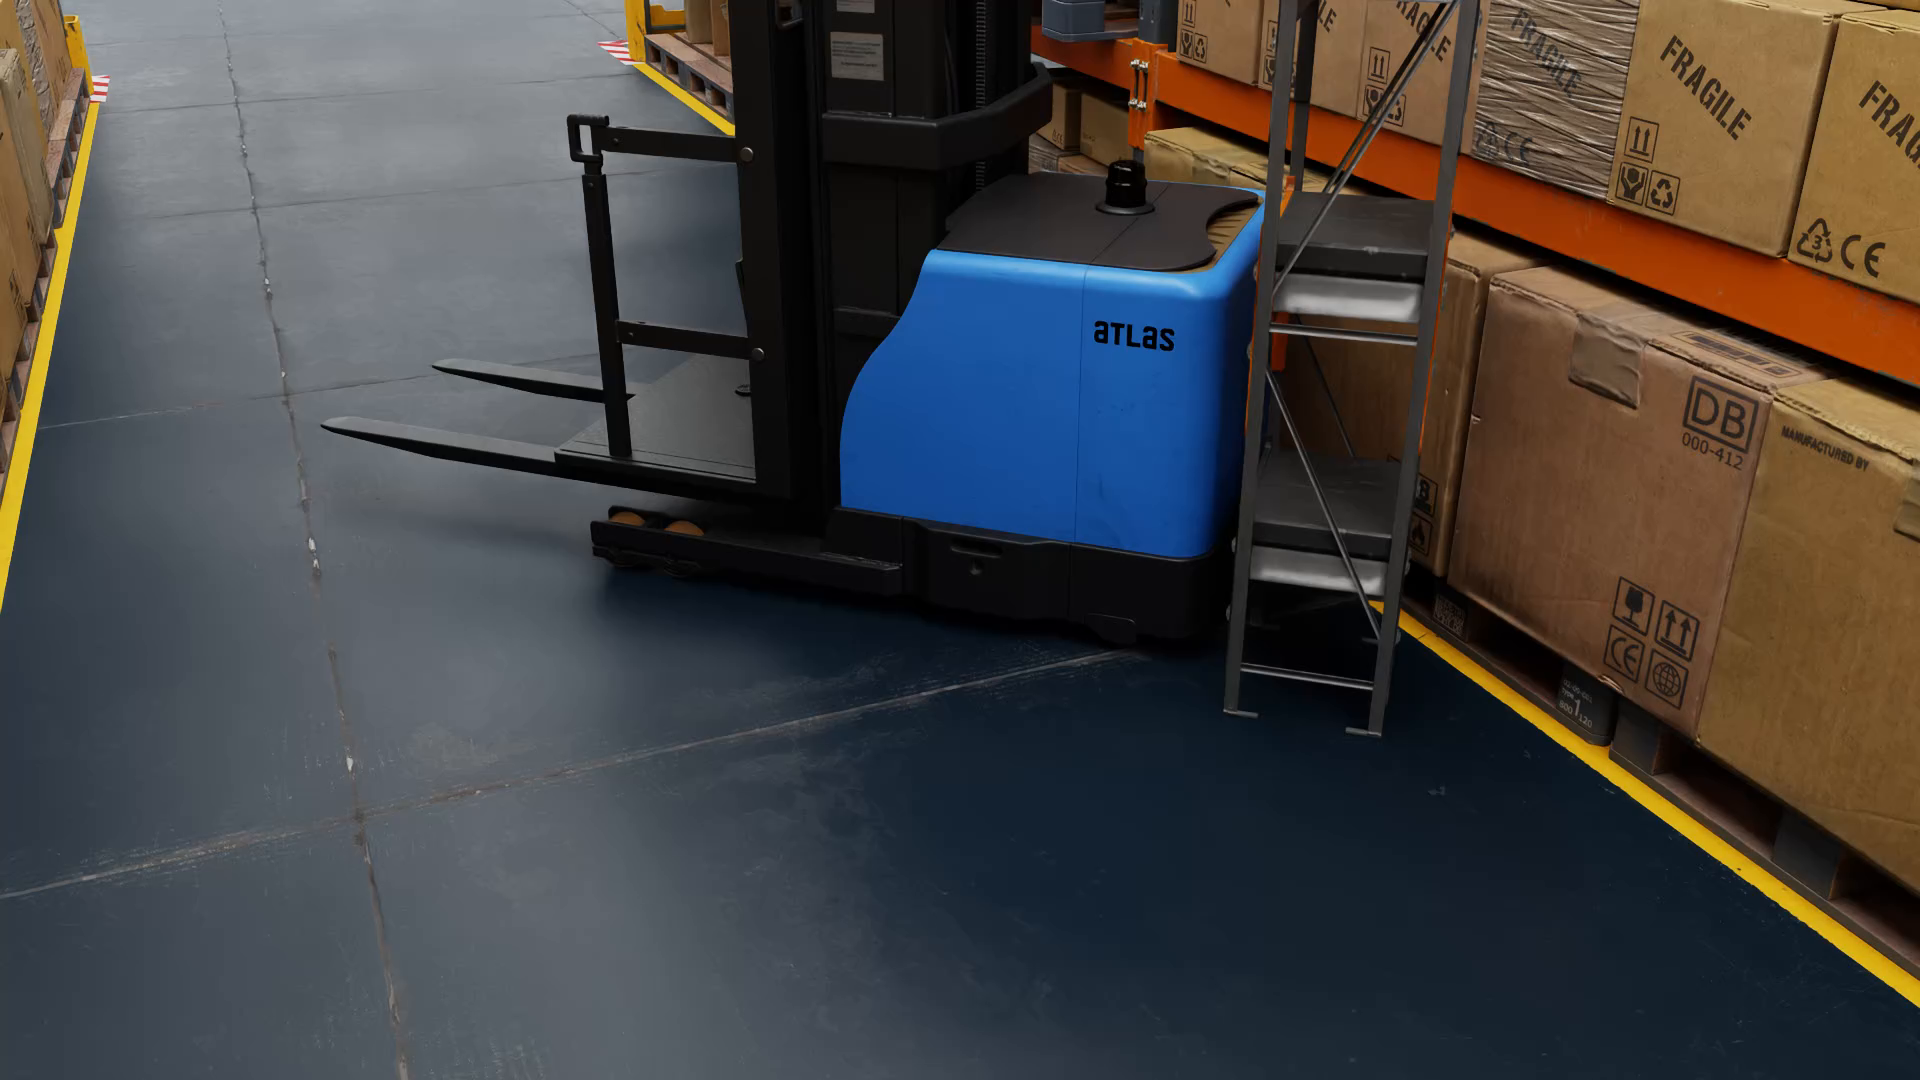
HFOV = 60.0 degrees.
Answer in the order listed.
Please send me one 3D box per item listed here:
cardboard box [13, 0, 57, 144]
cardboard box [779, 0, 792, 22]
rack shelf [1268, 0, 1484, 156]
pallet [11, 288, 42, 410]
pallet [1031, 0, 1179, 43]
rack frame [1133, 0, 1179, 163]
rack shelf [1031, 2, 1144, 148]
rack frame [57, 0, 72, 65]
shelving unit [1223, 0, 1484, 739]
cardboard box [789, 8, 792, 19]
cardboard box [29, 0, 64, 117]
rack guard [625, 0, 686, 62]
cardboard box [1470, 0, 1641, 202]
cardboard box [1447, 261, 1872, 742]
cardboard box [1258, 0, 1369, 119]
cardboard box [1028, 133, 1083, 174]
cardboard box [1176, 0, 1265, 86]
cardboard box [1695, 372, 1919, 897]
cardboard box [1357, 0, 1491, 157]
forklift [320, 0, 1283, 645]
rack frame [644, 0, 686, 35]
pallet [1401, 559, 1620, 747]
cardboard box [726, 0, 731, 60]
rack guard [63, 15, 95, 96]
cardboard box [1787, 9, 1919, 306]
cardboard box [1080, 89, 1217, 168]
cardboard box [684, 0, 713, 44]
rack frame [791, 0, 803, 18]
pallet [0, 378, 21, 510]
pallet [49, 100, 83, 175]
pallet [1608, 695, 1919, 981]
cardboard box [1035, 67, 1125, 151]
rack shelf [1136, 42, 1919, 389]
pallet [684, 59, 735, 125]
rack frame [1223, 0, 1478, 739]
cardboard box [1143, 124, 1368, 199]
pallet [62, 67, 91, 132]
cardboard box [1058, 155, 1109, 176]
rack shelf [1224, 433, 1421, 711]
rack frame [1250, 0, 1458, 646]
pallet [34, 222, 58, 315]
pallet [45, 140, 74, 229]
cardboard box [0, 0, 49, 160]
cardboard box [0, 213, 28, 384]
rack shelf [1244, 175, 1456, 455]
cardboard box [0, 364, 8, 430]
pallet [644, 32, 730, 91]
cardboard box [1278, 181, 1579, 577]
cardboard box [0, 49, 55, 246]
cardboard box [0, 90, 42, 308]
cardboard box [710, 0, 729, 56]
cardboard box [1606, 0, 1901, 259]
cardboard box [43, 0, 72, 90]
[{"bbox_3d":[-5.602,-2.641,9.183,0.875,0.875,0.875,-10,28,-20],"label":"cardboard box"},{"bbox_3d":[-1.127,-3.290,10.940,0.500,0.500,0.500,-13,29,-25],"label":"cardboard box"},{"bbox_3d":[0.948,-1.186,3.722,0.431,0.518,0.480,8,27,15],"label":"rack shelf"},{"bbox_3d":[-4.211,-0.733,6.510,1.003,0.211,1.213,-11,28,-21],"label":"pallet"},{"bbox_3d":[0.729,-2.158,6.469,1.213,0.211,1.003,-11,28,-21],"label":"pallet"},{"bbox_3d":[1.106,-1.974,5.875,1.000,3.000,0.127,-11,28,-21],"label":"rack frame"},{"bbox_3d":[0.323,-2.458,7.686,1.077,0.370,4.000,-11,28,-21],"label":"rack shelf"},{"bbox_3d":[-6.630,-4.393,10.828,1.000,3.000,0.127,-11,28,-21],"label":"rack frame"},{"bbox_3d":[0.948,-0.569,4.023,0.431,2.100,0.503,8,27,15],"label":"shelving unit"},{"bbox_3d":[-0.812,-3.053,10.454,0.500,0.500,0.500,-2,26,-4],"label":"cardboard box"},{"bbox_3d":[-5.957,-3.009,9.938,0.875,0.875,0.875,-11,28,-21],"label":"cardboard box"},{"bbox_3d":[-1.997,-4.050,12.975,1.175,0.500,0.348,-11,28,-21],"label":"rack guard"},{"bbox_3d":[1.648,-1.160,4.093,0.500,0.500,0.500,-10,28,-20],"label":"cardboard box"},{"bbox_3d":[2.053,-0.209,4.202,1.225,0.875,0.875,-12,28,-22],"label":"cardboard box"},{"bbox_3d":[1.250,-1.569,4.930,0.500,0.500,0.500,-11,28,-22],"label":"cardboard box"},{"bbox_3d":[0.596,-1.538,7.328,0.700,0.500,0.500,-13,29,-25],"label":"cardboard box"},{"bbox_3d":[1.046,-1.776,5.355,0.500,0.500,0.500,-10,28,-19],"label":"cardboard box"},{"bbox_3d":[2.403,0.152,3.464,1.225,0.875,0.875,-10,28,-20],"label":"cardboard box"},{"bbox_3d":[1.454,-1.362,4.507,0.500,0.500,0.500,-11,28,-22],"label":"cardboard box"},{"bbox_3d":[-0.591,-1.411,4.799,3.031,2.935,1.130,9,27,18],"label":"forklift"},{"bbox_3d":[-2.027,-5.204,12.490,1.000,3.000,0.127,-11,28,-21],"label":"rack frame"},{"bbox_3d":[1.819,0.102,4.801,1.003,0.211,1.213,-11,28,-21],"label":"pallet"},{"bbox_3d":[-1.304,-3.523,11.417,0.500,0.500,0.500,-8,27,-16],"label":"cardboard box"},{"bbox_3d":[-6.640,-3.279,11.396,1.175,0.500,0.348,-11,28,-21],"label":"rack guard"},{"bbox_3d":[2.051,-0.747,3.248,0.500,0.500,0.500,-10,28,-19],"label":"cardboard box"},{"bbox_3d":[0.816,-1.651,6.706,0.500,0.250,0.500,-9,28,-19],"label":"cardboard box"},{"bbox_3d":[-1.798,-4.014,12.424,0.500,0.500,0.500,-5,27,-11],"label":"cardboard box"},{"bbox_3d":[-0.460,-3.589,9.182,1.000,3.000,0.127,-11,28,-21],"label":"rack frame"},{"bbox_3d":[-3.737,-0.241,5.503,1.003,0.211,1.213,-11,28,-21],"label":"pallet"},{"bbox_3d":[-5.771,-2.338,9.799,1.003,0.211,1.213,-11,28,-21],"label":"pallet"},{"bbox_3d":[2.301,0.595,3.791,1.003,0.211,1.213,-11,28,-21],"label":"pallet"},{"bbox_3d":[0.599,-1.863,7.141,0.500,0.250,0.500,-7,27,-15],"label":"cardboard box"},{"bbox_3d":[1.889,-0.844,4.379,1.077,0.370,4.000,-11,28,-21],"label":"rack shelf"},{"bbox_3d":[-1.238,-3.094,11.347,1.003,0.211,1.213,-11,28,-21],"label":"pallet"},{"bbox_3d":[0.877,-0.467,3.813,0.400,2.100,0.015,8,27,15],"label":"rack frame"},{"bbox_3d":[1.357,-0.926,5.671,1.225,0.875,0.875,-12,28,-23],"label":"cardboard box"},{"bbox_3d":[-6.245,-2.830,10.806,1.003,0.211,1.213,-11,28,-21],"label":"pallet"},{"bbox_3d":[0.825,-1.316,6.874,0.700,0.500,0.500,-12,29,-23],"label":"cardboard box"},{"bbox_3d":[0.948,0.072,4.336,0.431,0.518,0.480,8,27,15],"label":"rack shelf"},{"bbox_3d":[1.019,-0.672,4.233,0.400,2.100,0.015,8,27,15],"label":"rack frame"},{"bbox_3d":[-4.692,-1.226,7.521,1.003,0.211,1.213,-11,28,-21],"label":"pallet"},{"bbox_3d":[-5.290,-1.845,8.788,1.003,0.211,1.213,-11,28,-21],"label":"pallet"},{"bbox_3d":[-5.246,-2.278,8.439,0.875,0.875,0.875,-10,28,-20],"label":"cardboard box"},{"bbox_3d":[-3.999,-0.954,5.871,1.050,0.750,0.750,-10,28,-20],"label":"cardboard box"},{"bbox_3d":[0.948,-0.557,4.029,0.431,0.518,0.480,8,27,15],"label":"rack shelf"},{"bbox_3d":[-3.653,-0.602,5.150,1.050,0.750,0.750,-11,28,-21],"label":"cardboard box"},{"bbox_3d":[-1.712,-3.586,12.354,1.003,0.211,1.213,-11,28,-21],"label":"pallet"},{"bbox_3d":[1.699,-0.565,4.931,1.225,0.875,0.875,-10,28,-20],"label":"cardboard box"},{"bbox_3d":[-4.738,-1.720,7.440,1.050,0.750,0.750,-11,28,-21],"label":"cardboard box"},{"bbox_3d":[-4.364,-1.330,6.641,1.050,0.750,0.750,-11,28,-21],"label":"cardboard box"},{"bbox_3d":[-1.532,-3.779,11.942,0.500,0.500,0.500,-3,26,-7],"label":"cardboard box"},{"bbox_3d":[1.840,-0.957,3.677,0.500,0.500,0.500,-11,28,-21],"label":"cardboard box"},{"bbox_3d":[-6.304,-3.364,10.664,0.875,0.875,0.875,-10,28,-20],"label":"cardboard box"}]
